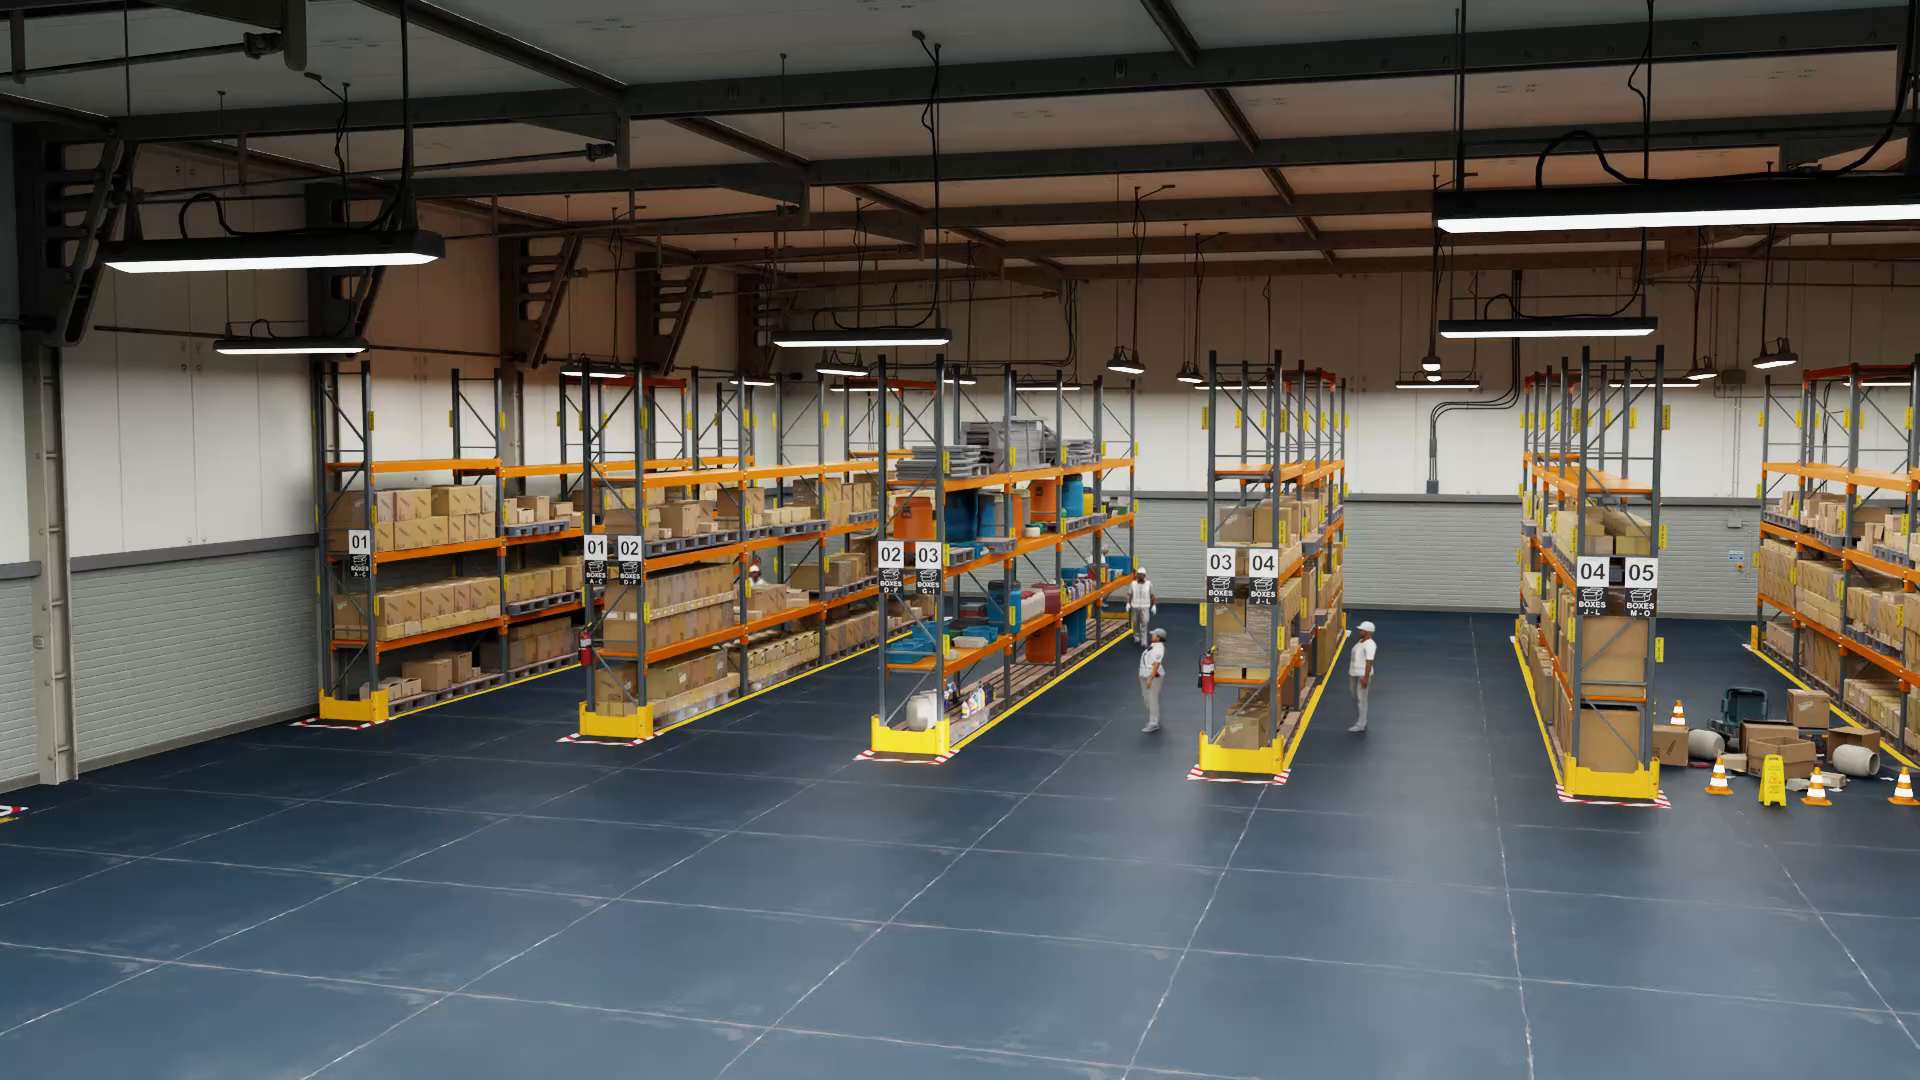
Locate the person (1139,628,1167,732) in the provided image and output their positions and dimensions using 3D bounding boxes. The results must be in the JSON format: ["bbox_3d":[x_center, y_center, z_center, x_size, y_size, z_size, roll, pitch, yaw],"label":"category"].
[{"bbox_3d":[3.111,2.258,27.029,0.467,1.664,0.506,-2,4,-24],"label":"person"}]

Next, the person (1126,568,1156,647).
[{"bbox_3d":[4.027,1.489,36.958,0.659,1.736,1.069,1,4,8],"label":"person"}]

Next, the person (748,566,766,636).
[{"bbox_3d":[-4.673,1.447,37.626,0.511,1.737,0.977,2,4,22],"label":"person"}]

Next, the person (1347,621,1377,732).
[{"bbox_3d":[6.483,2.203,26.995,0.576,1.763,0.580,-2,5,-25],"label":"person"}]

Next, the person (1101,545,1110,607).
[{"bbox_3d":[3.912,0.964,44.598,0.463,1.695,0.430,2,5,31],"label":"person"}]
